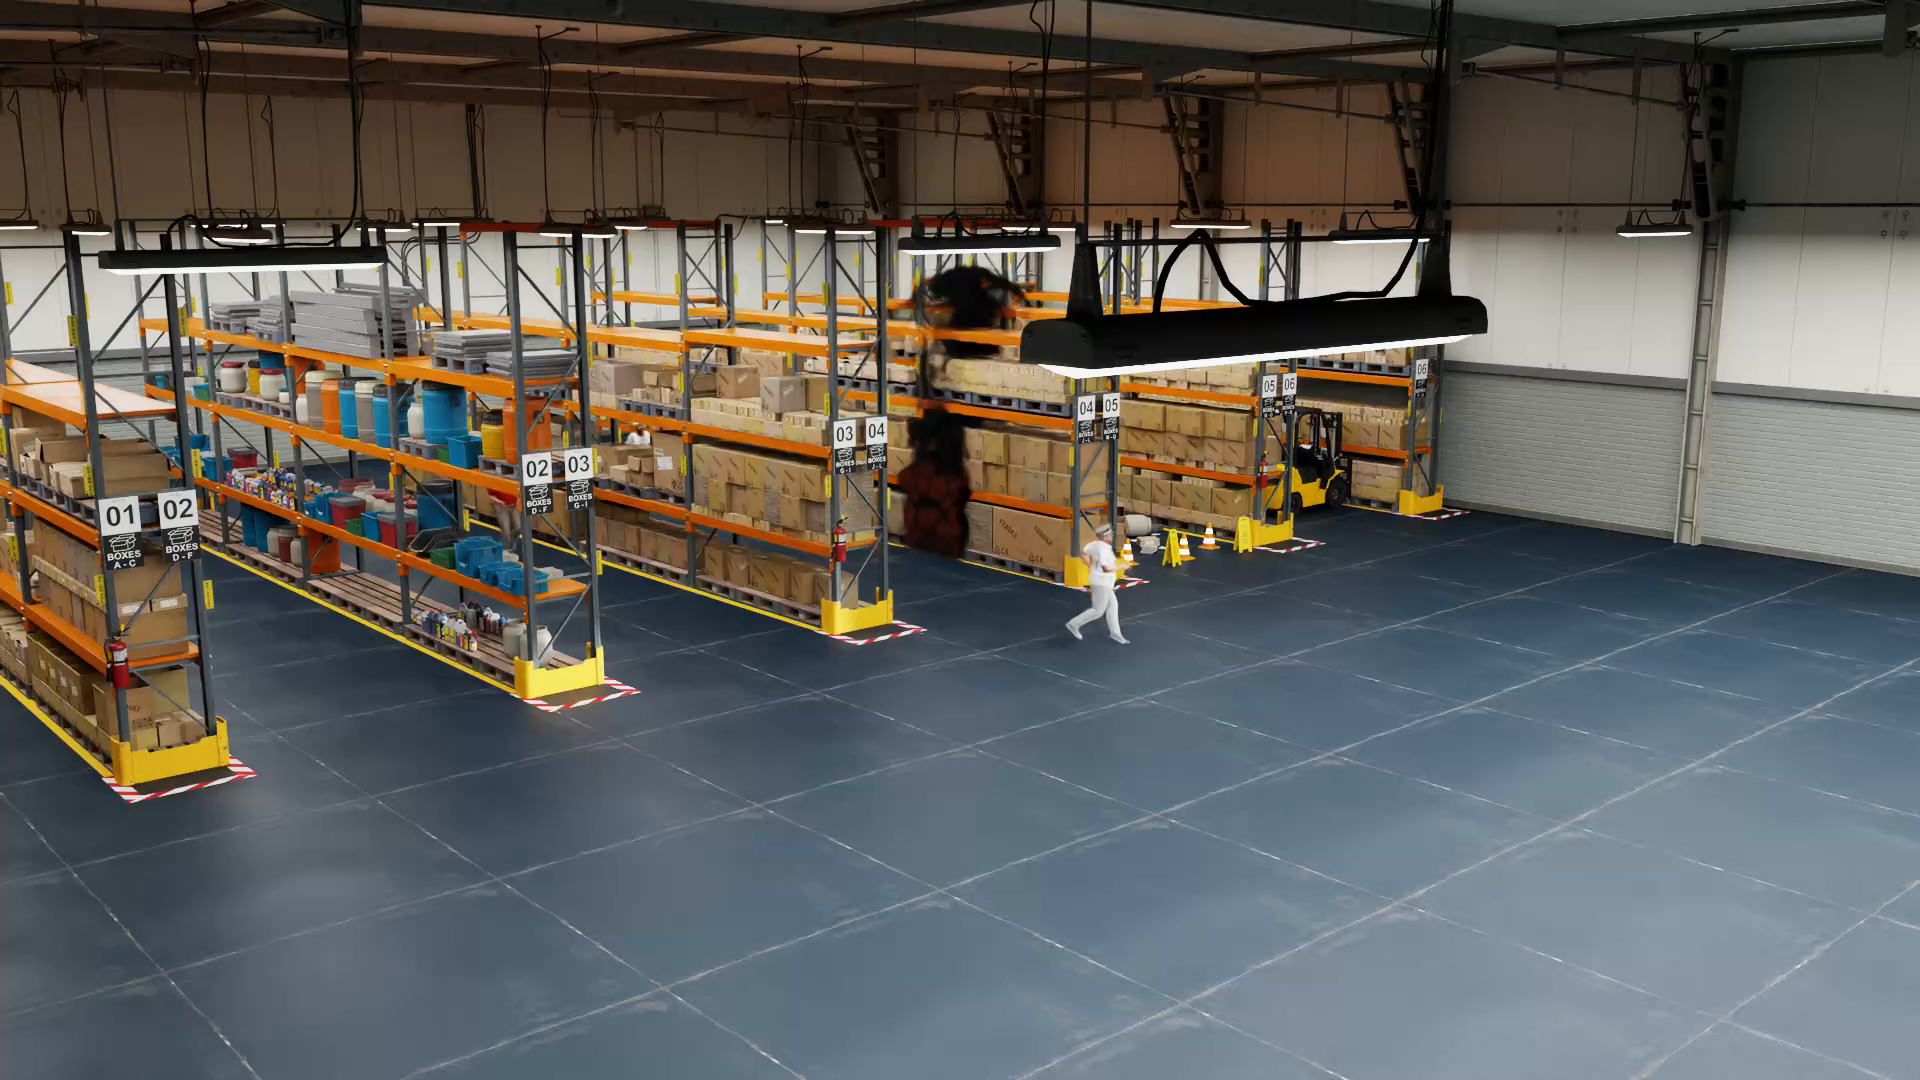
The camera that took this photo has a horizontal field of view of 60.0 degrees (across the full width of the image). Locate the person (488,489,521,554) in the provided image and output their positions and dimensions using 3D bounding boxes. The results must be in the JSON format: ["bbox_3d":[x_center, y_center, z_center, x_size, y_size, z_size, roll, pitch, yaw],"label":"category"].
[{"bbox_3d":[-8.219,-0.541,30.270,0.638,1.675,0.586,-9,15,-38],"label":"person"}]

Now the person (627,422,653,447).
[{"bbox_3d":[-6.873,-1.696,35.770,0.696,1.830,0.925,-7,14,-32],"label":"person"}]

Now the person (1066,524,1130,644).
[{"bbox_3d":[2.023,0.664,24.192,0.949,1.822,0.670,-1,11,-6],"label":"person"}]
